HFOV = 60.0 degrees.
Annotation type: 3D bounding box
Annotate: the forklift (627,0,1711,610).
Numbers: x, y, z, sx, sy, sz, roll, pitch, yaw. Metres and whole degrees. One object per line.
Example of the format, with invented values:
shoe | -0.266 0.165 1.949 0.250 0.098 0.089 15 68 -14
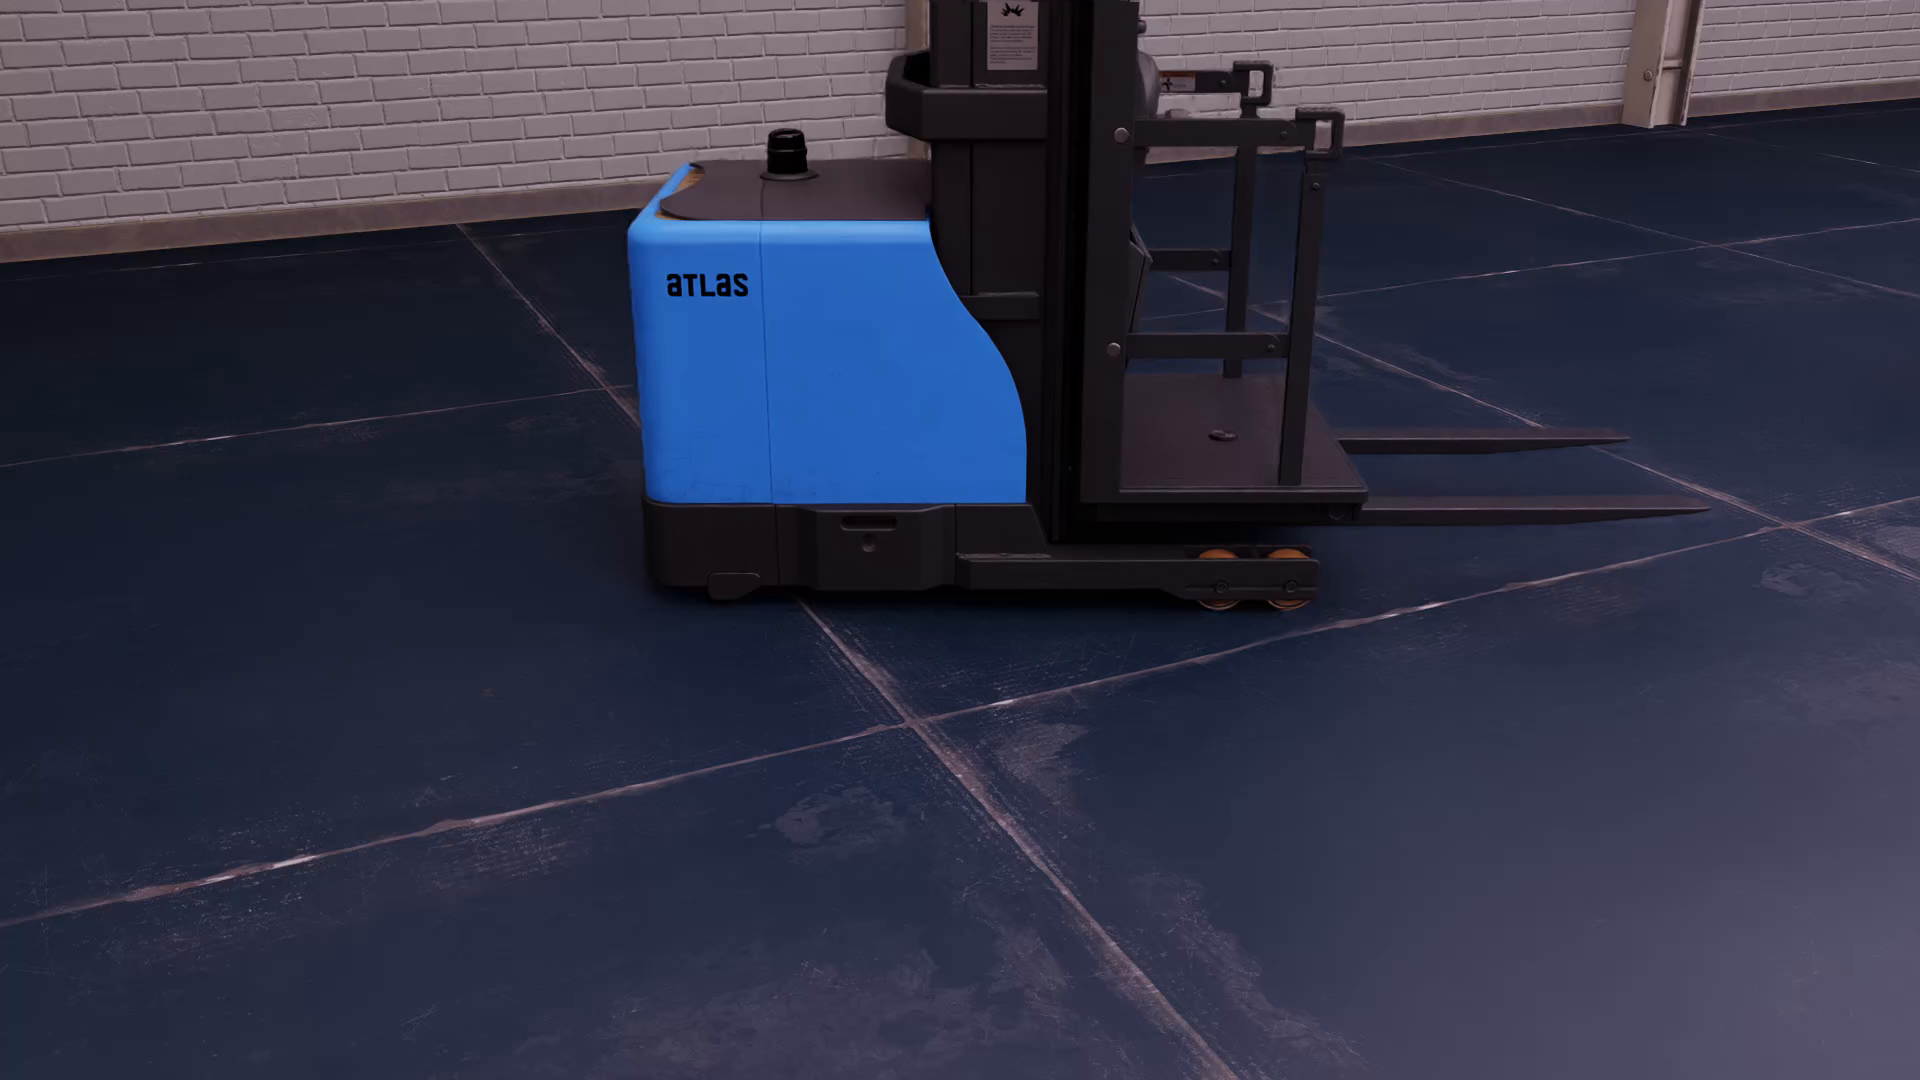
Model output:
forklift | 0.629 -1.363 4.567 3.031 2.935 1.130 0 23 0
